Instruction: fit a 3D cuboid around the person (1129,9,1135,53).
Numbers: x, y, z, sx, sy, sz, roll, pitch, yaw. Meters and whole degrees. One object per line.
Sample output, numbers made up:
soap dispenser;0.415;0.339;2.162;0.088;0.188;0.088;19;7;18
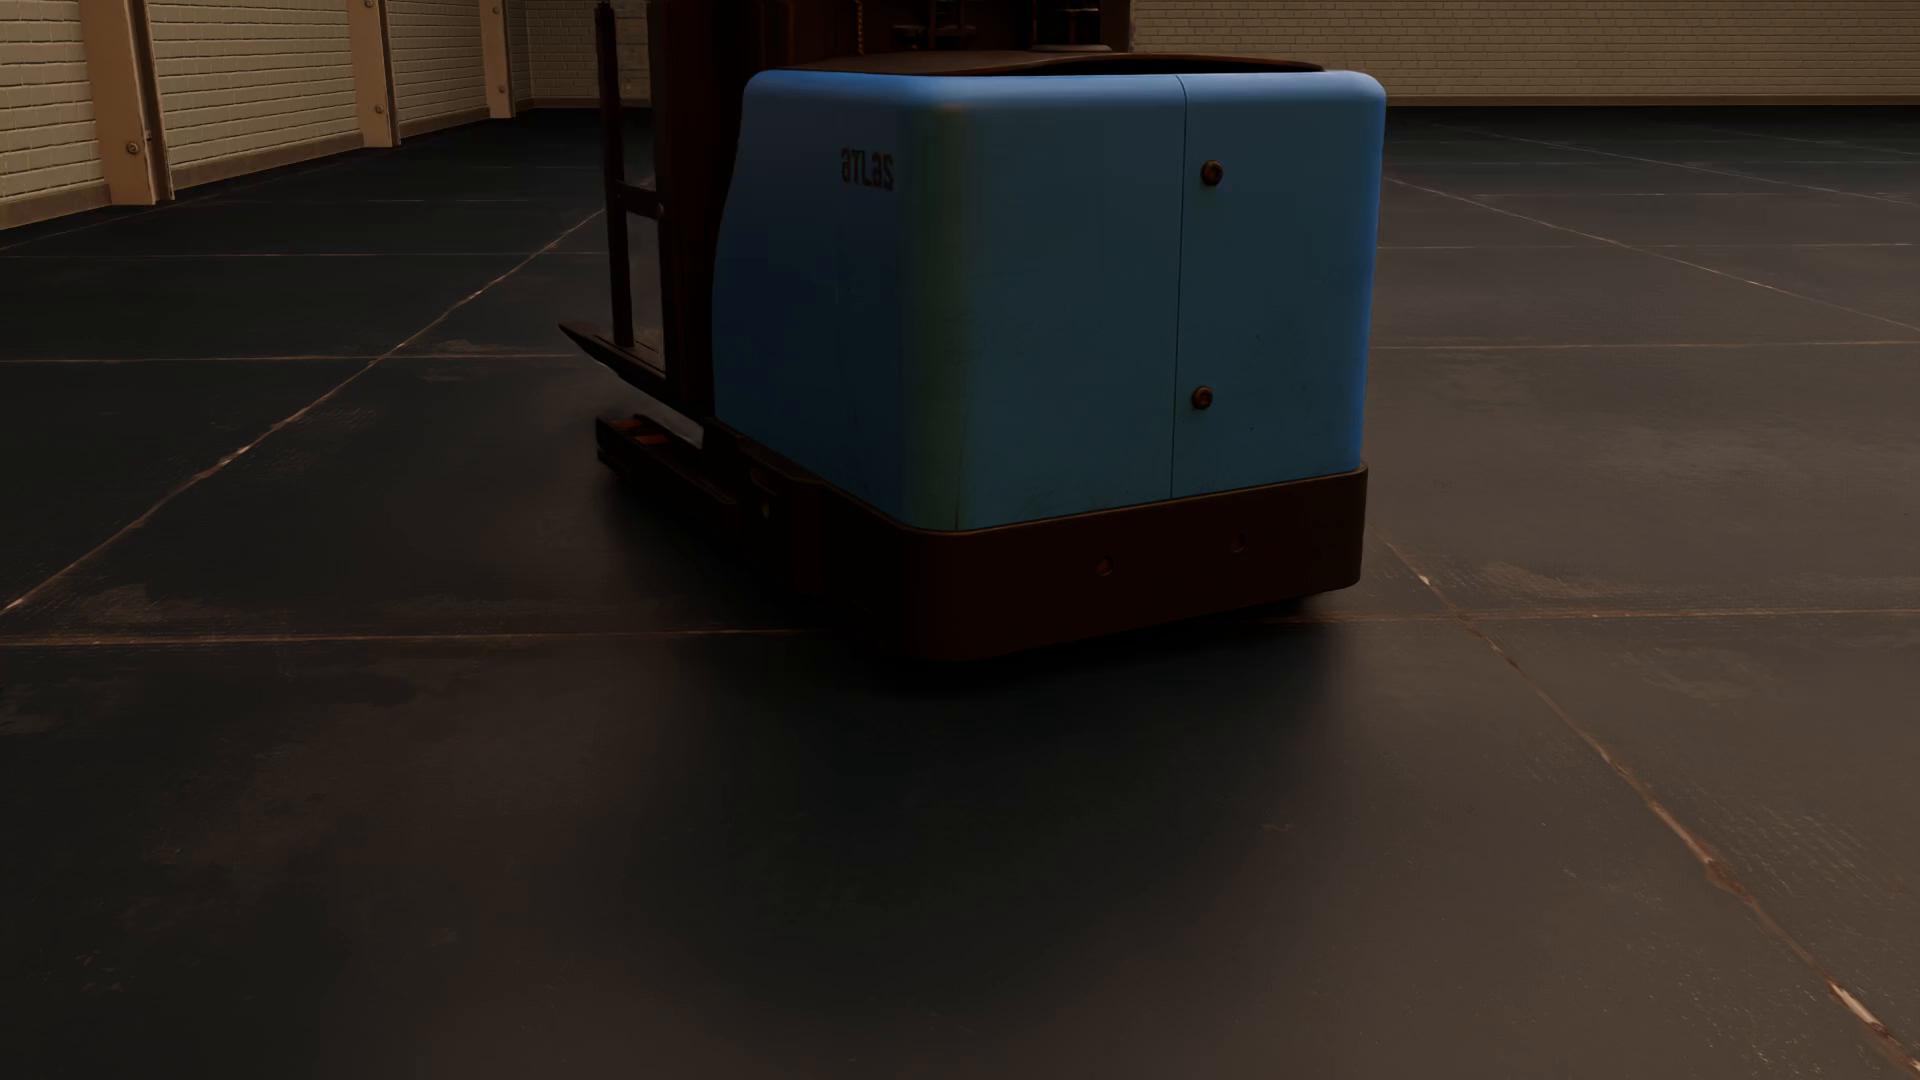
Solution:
person;0.389;-1.813;6.877;0.631;1.720;0.568;-4;18;-14

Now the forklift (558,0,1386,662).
forklift;-0.317;-1.566;4.027;1.130;2.935;3.031;-9;19;-27
